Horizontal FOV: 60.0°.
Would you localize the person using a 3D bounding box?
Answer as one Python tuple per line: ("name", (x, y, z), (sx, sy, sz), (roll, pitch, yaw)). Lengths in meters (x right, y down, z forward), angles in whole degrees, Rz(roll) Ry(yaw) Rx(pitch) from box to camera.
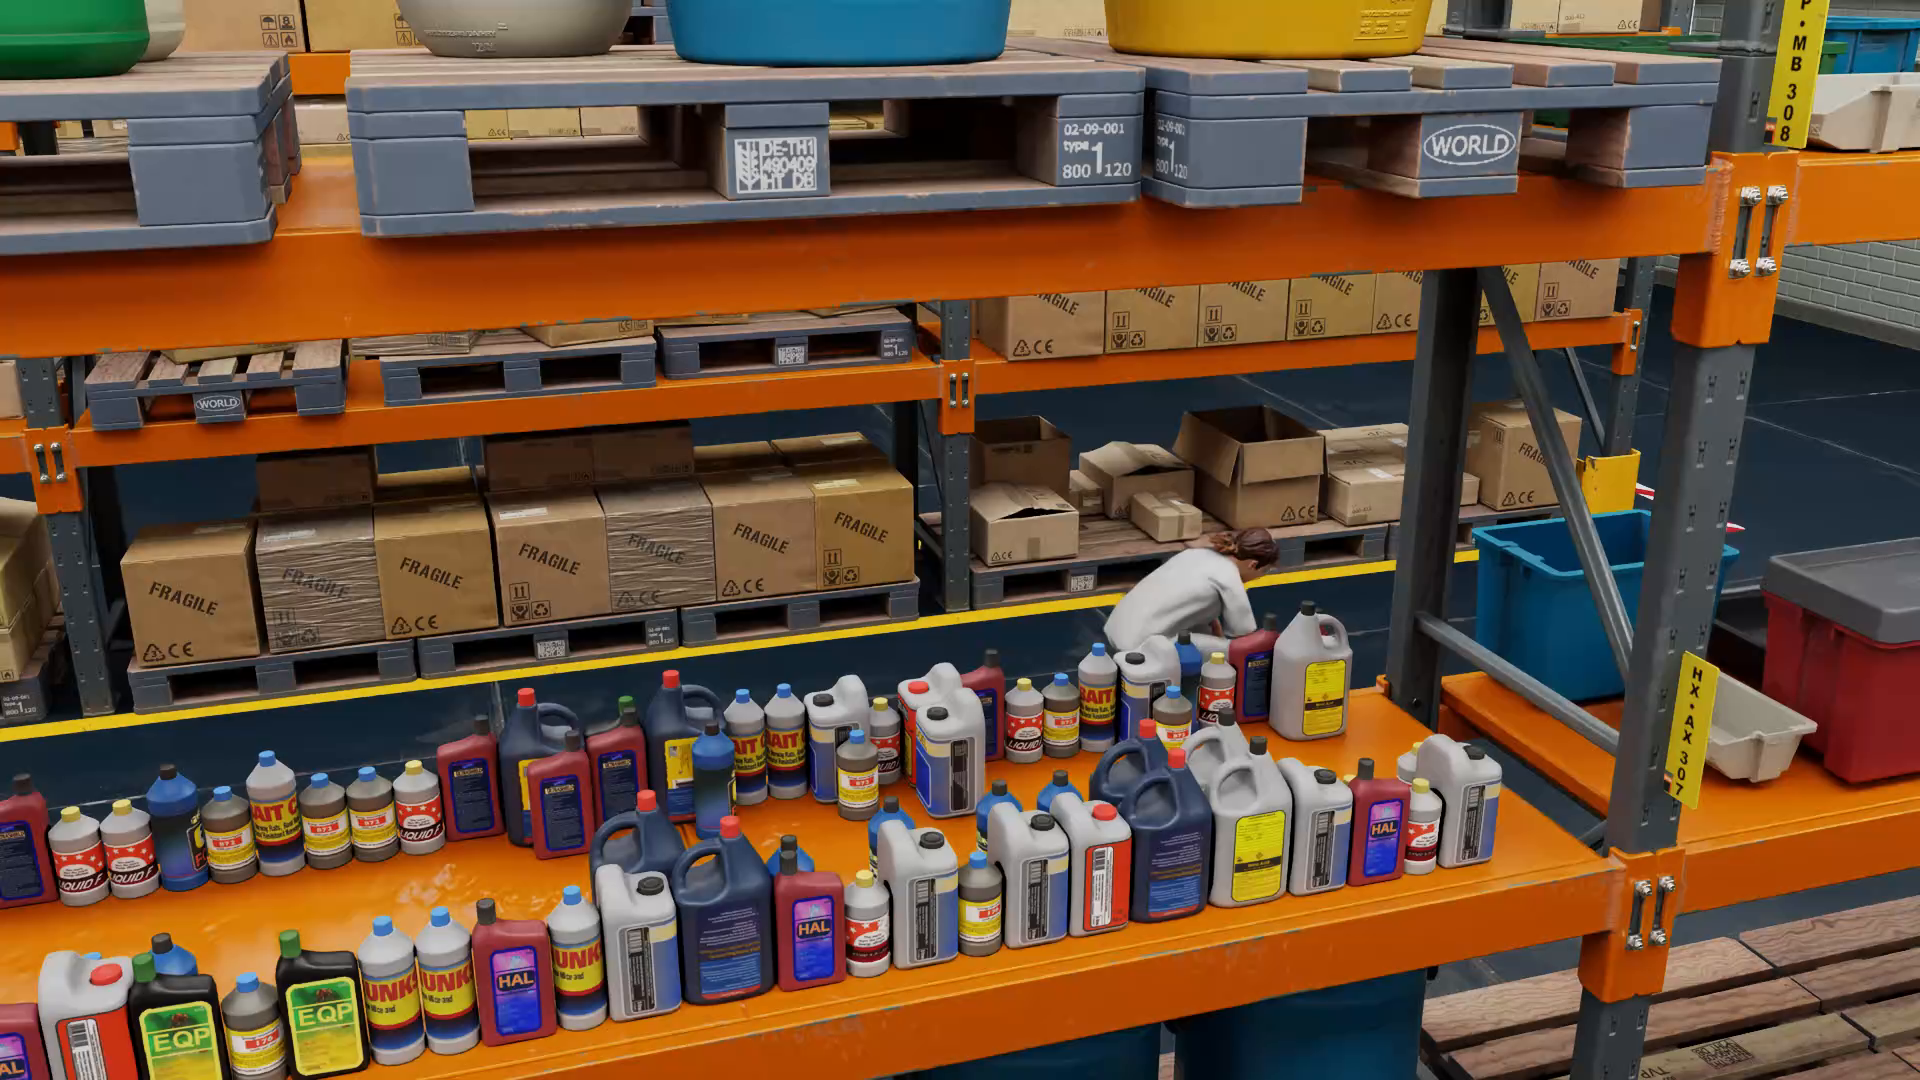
("person", (1.013, 0.392, 7.213), (0.801, 0.846, 0.484), (-6, 20, -17))
